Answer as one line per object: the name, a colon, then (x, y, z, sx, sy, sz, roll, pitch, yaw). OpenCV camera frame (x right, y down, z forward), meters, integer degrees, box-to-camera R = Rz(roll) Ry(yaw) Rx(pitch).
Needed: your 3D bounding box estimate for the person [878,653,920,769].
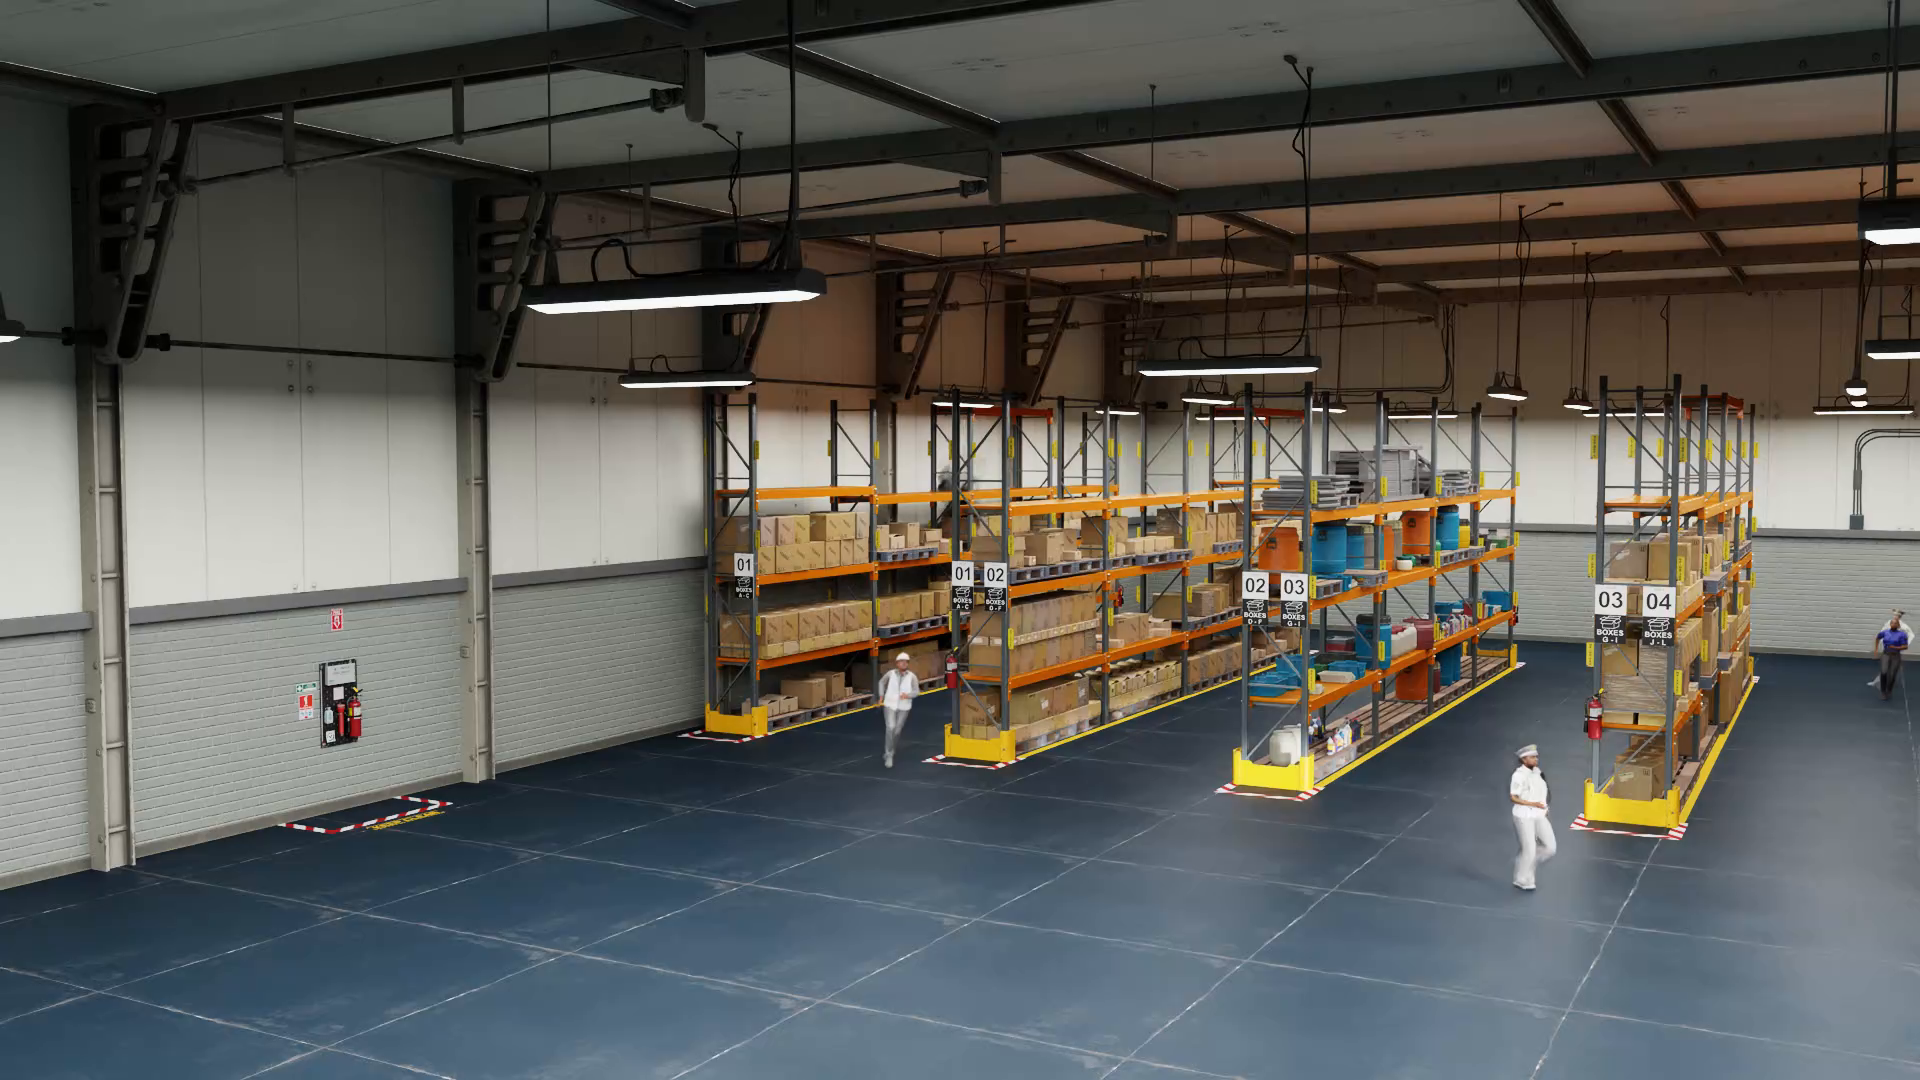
person: (-0.966, 2.684, 26.492, 0.649, 1.765, 0.824, 0, 3, -8)

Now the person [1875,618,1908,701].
person: (18.639, 2.396, 33.286, 0.571, 1.666, 0.640, 2, 3, 27)

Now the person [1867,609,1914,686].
person: (19.556, 2.255, 34.886, 0.913, 1.646, 0.700, -1, 3, -22)

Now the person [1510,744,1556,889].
person: (6.530, 3.141, 18.864, 0.565, 1.657, 0.551, -2, 4, -29)
